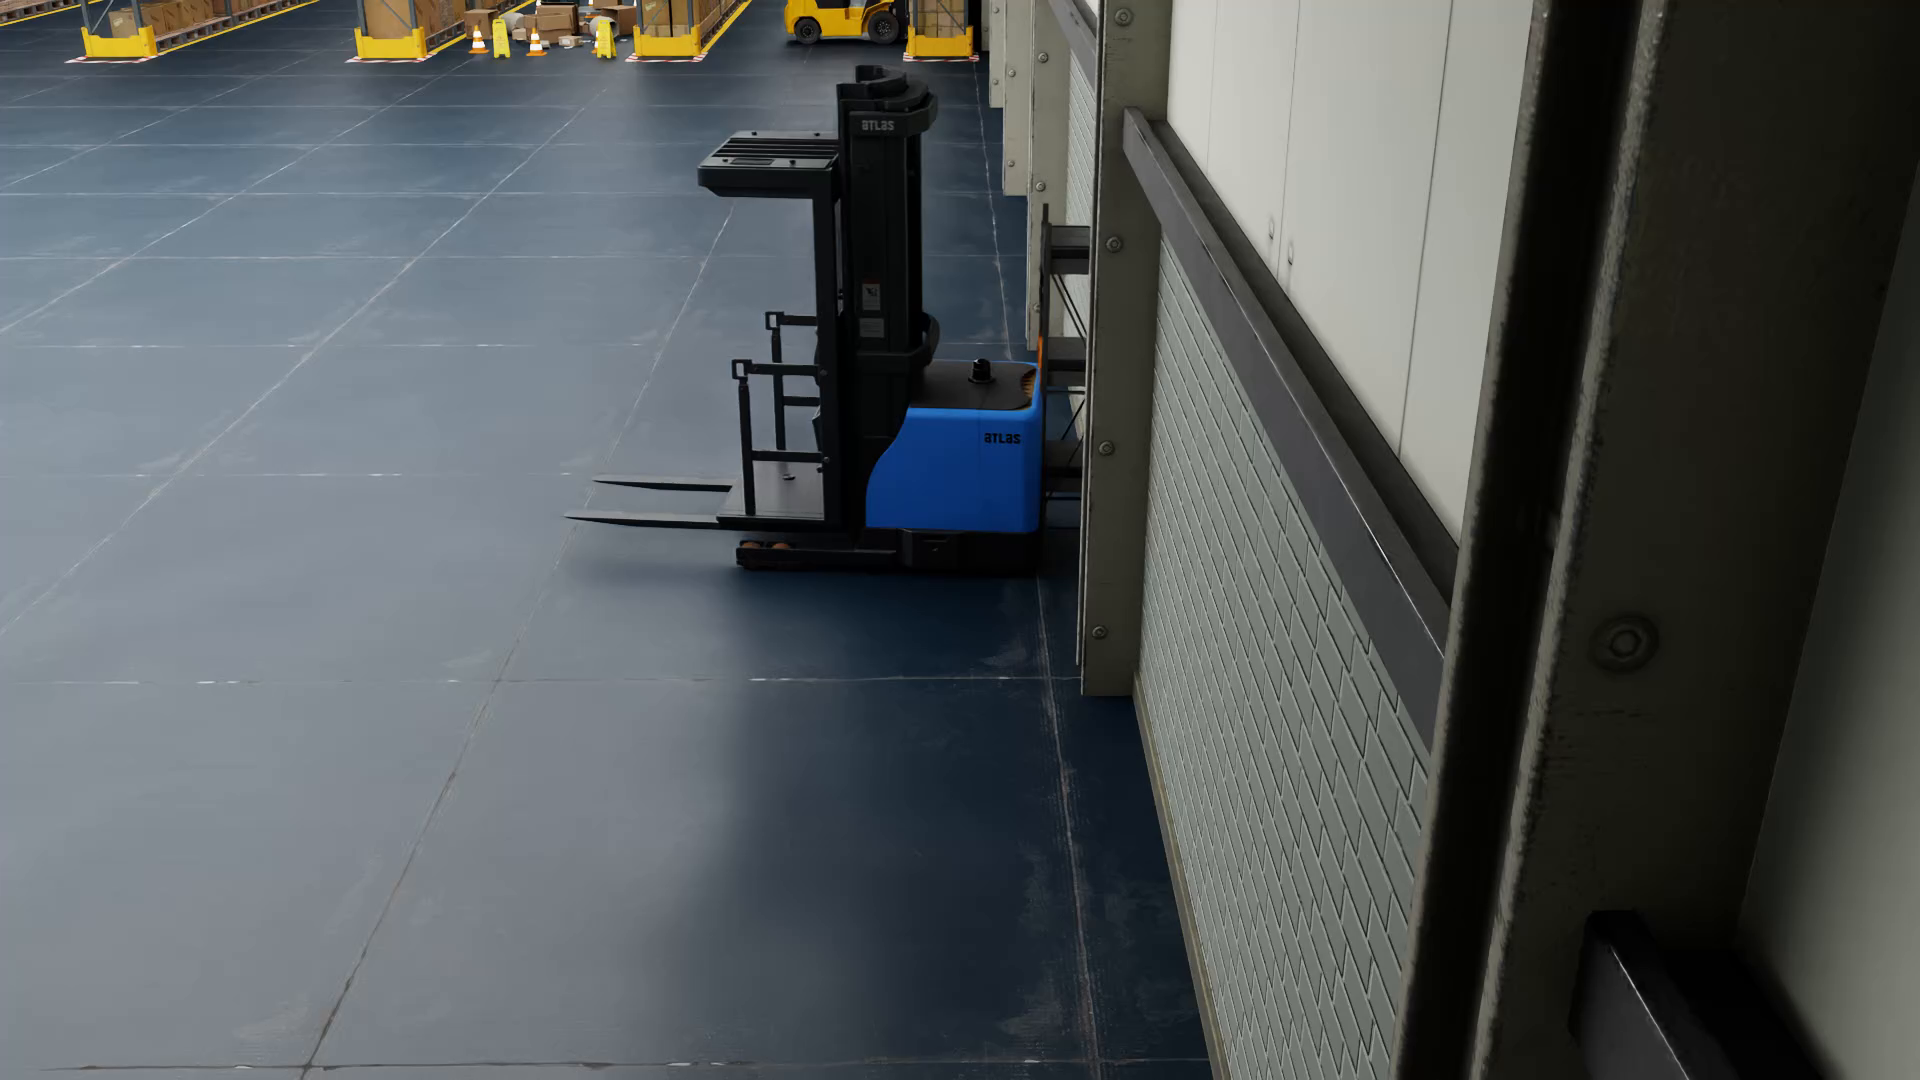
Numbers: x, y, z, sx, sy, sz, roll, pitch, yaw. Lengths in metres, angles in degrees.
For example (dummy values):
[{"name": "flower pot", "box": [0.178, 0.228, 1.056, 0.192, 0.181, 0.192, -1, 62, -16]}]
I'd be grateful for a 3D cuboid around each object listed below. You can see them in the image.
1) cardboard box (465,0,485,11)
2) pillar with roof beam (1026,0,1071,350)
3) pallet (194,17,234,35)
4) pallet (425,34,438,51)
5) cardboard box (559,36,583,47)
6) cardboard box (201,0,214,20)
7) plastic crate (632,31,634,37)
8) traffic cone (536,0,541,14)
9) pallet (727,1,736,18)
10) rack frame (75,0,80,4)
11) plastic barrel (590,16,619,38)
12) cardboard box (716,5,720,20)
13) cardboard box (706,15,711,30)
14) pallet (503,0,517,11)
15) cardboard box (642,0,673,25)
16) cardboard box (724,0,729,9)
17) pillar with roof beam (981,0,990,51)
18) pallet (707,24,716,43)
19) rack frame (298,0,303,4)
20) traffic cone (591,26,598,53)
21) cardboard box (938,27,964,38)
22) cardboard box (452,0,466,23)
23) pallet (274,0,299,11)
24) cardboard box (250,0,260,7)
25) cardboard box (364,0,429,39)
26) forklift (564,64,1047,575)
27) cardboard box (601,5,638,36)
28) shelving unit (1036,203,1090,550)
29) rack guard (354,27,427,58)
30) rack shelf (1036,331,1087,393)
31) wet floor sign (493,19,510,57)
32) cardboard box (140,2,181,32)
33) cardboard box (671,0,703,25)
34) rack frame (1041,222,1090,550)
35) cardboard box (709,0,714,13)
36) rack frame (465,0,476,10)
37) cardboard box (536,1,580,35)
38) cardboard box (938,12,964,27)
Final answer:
[{"name": "cardboard box", "box": [-10.403, -11.196, 34.086, 1.050, 0.750, 0.750, 0, 24, -1]}, {"name": "pillar with roof beam", "box": [-3.565, -5.802, 12.658, 9.100, 9.000, 0.400, 0, 24, -1]}, {"name": "pallet", "box": [-15.224, -10.247, 33.150, 1.003, 0.211, 1.213, 0, 24, -1]}, {"name": "pallet", "box": [-10.350, -9.185, 30.802, 1.003, 0.211, 1.213, 0, 24, -1]}, {"name": "cardboard box", "box": [-7.348, -9.422, 31.402, 0.380, 0.149, 0.250, 13, 27, 27]}, {"name": "cardboard box", "box": [-15.303, -10.681, 33.251, 0.500, 0.500, 0.500, -1, 24, -2]}, {"name": "plastic crate", "box": [-6.161, -9.858, 32.448, 0.402, 0.080, 0.583, -9, 26, -19]}, {"name": "traffic cone", "box": [-8.811, -11.178, 34.904, 0.336, 0.463, 0.334, 0, 24, -1]}, {"name": "pallet", "box": [-5.384, -11.393, 35.684, 1.003, 0.211, 1.213, 0, 24, -1]}, {"name": "rack frame", "box": [-20.263, -13.420, 36.782, 1.000, 3.000, 0.127, 0, 24, -1]}, {"name": "plastic barrel", "box": [-6.851, -9.861, 32.039, 0.512, 0.421, 0.421, 19, 30, 35]}, {"name": "cardboard box", "box": [-5.083, -10.535, 33.229, 0.500, 0.250, 0.500, 1, 24, 2]}, {"name": "cardboard box", "box": [-5.063, -9.897, 31.821, 0.500, 0.250, 0.500, 1, 24, 3]}, {"name": "pallet", "box": [-10.417, -11.827, 36.644, 1.003, 0.211, 1.213, 0, 24, -1]}, {"name": "cardboard box", "box": [-5.584, -9.799, 30.694, 0.500, 0.500, 0.500, 0, 24, 0]}, {"name": "cardboard box", "box": [-5.377, -11.345, 34.873, 0.950, 0.372, 0.625, 1, 24, 3]}, {"name": "pillar with roof beam", "box": [-3.762, -13.219, 29.058, 9.100, 9.000, 0.400, 0, 24, -1]}, {"name": "pallet", "box": [-5.299, -9.787, 32.134, 1.003, 0.211, 1.213, 0, 24, -1]}, {"name": "rack frame", "box": [-15.311, -13.442, 36.831, 1.000, 3.000, 0.127, 0, 24, -1]}, {"name": "traffic cone", "box": [-6.609, -9.206, 30.543, 0.336, 0.463, 0.334, 0, 24, -1]}, {"name": "cardboard box", "box": [-0.161, -9.356, 30.623, 0.500, 0.250, 0.500, 0, 24, 0]}, {"name": "cardboard box", "box": [-10.369, -10.738, 32.922, 0.875, 0.875, 0.875, 0, 24, 0]}, {"name": "pallet", "box": [-15.304, -11.850, 36.694, 1.003, 0.211, 1.213, 0, 24, -1]}, {"name": "cardboard box", "box": [-15.245, -11.536, 35.115, 0.700, 0.500, 0.500, -2, 24, -5]}, {"name": "cardboard box", "box": [-10.336, -9.629, 30.468, 0.875, 0.875, 0.875, 0, 24, 0]}, {"name": "forklift", "box": [-0.977, -1.360, 10.200, 3.031, 2.935, 1.130, 2, 24, 5]}, {"name": "cardboard box", "box": [-6.707, -10.253, 32.810, 0.500, 0.500, 0.500, 19, 30, 35]}, {"name": "shelving unit", "box": [0.696, -0.997, 10.371, 0.431, 2.100, 0.503, 1, 24, 0]}, {"name": "rack guard", "box": [-10.262, -8.977, 29.993, 1.175, 0.500, 0.348, 0, 24, -1]}, {"name": "rack shelf", "box": [0.696, -0.984, 10.376, 0.431, 0.518, 0.480, 1, 24, 0]}, {"name": "wet floor sign", "box": [-8.283, -9.051, 29.978, 0.267, 0.644, 0.232, -4, 25, -10]}, {"name": "cardboard box", "box": [-15.242, -9.960, 31.655, 0.500, 0.500, 0.500, 2, 24, 4]}, {"name": "cardboard box", "box": [-5.047, -9.814, 30.726, 0.500, 0.500, 0.500, -1, 24, -2]}, {"name": "rack frame", "box": [0.695, -0.896, 10.148, 0.400, 2.100, 0.015, 1, 24, 0]}, {"name": "cardboard box", "box": [-5.069, -10.456, 32.146, 0.500, 0.500, 0.500, 1, 24, 2]}, {"name": "rack frame", "box": [-10.306, -11.775, 33.144, 1.000, 3.000, 0.127, 0, 24, -1]}, {"name": "cardboard box", "box": [-7.883, -10.212, 32.554, 0.797, 0.637, 0.503, 0, 24, -1]}, {"name": "cardboard box", "box": [-0.148, -9.575, 30.501, 0.500, 0.250, 0.500, 0, 24, 0]}]
